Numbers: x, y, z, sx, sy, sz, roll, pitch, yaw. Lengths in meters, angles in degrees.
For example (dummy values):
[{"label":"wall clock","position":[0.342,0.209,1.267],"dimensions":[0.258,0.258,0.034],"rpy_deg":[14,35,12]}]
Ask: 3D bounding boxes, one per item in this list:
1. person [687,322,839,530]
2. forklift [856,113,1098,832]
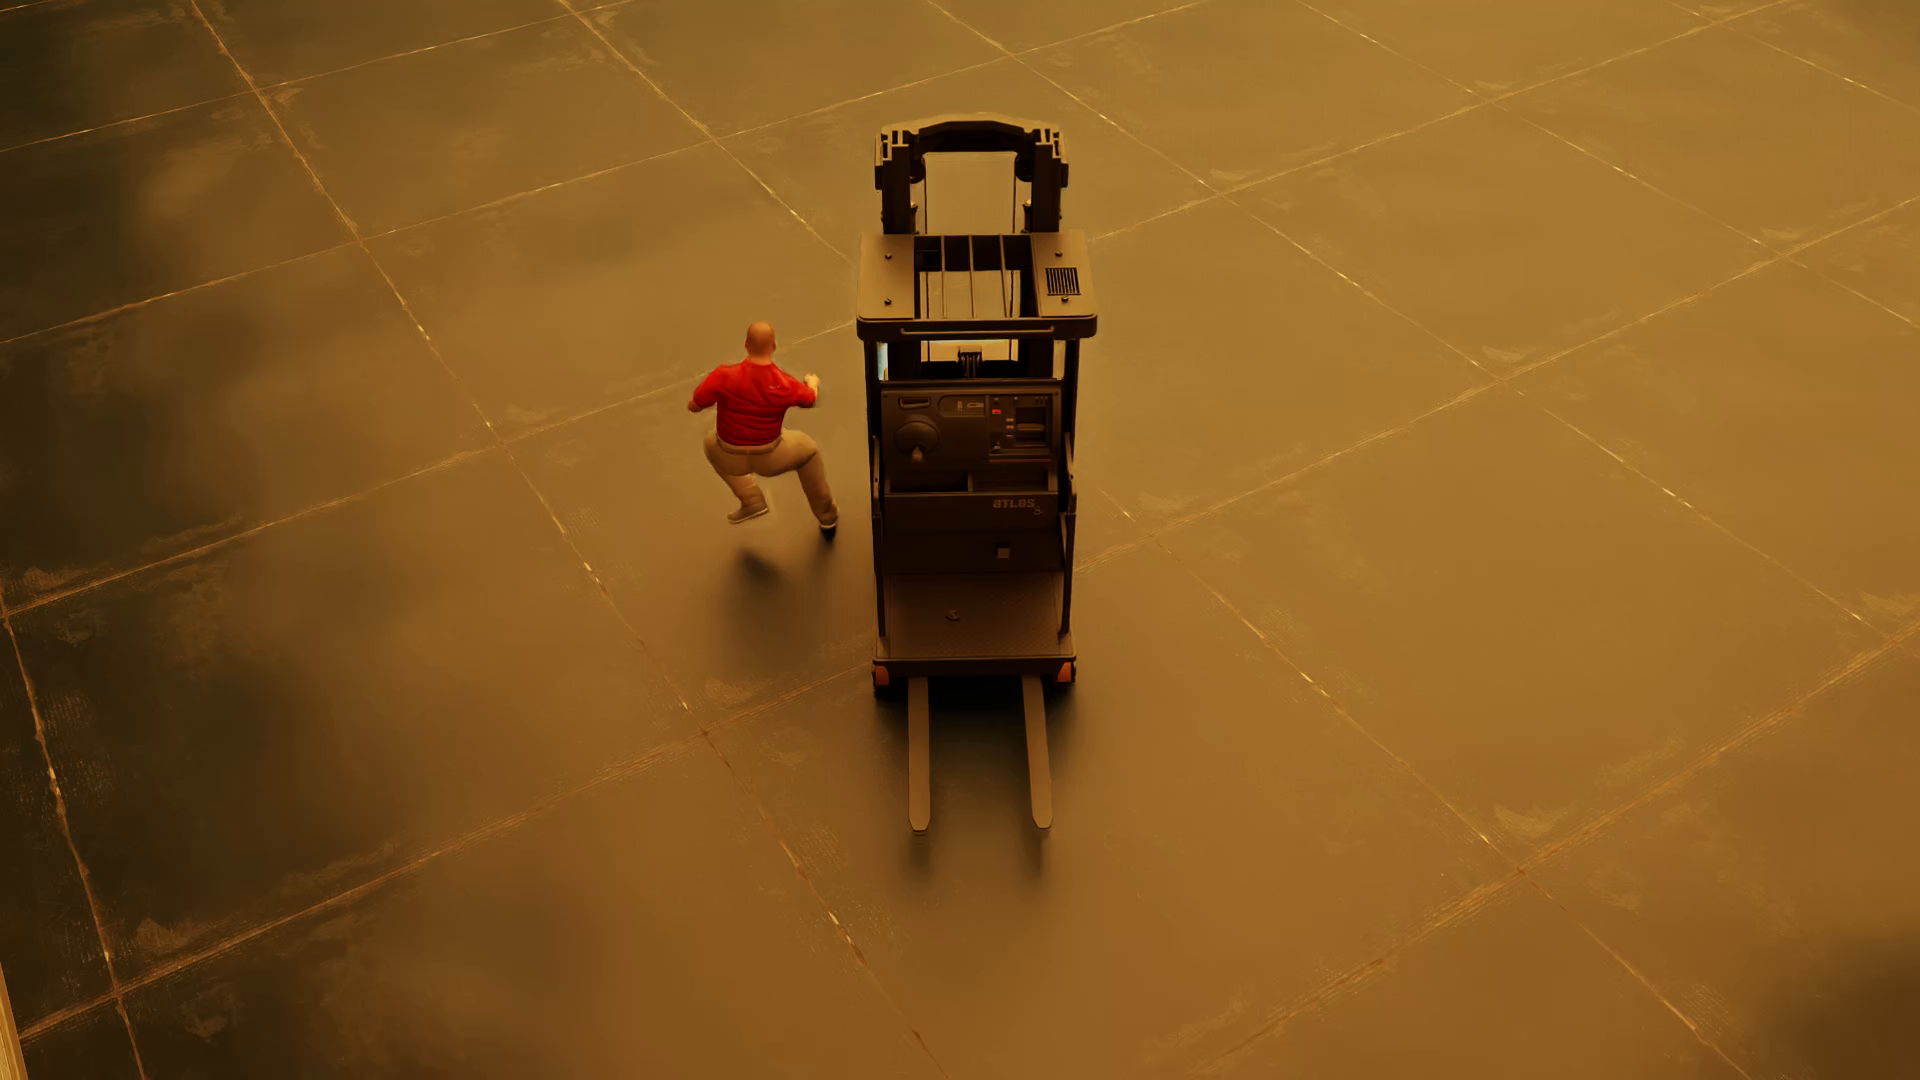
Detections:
[{"label":"person","position":[-1.160,-0.703,9.704],"dimensions":[0.830,1.535,0.714],"rpy_deg":[-2,41,-2]},{"label":"forklift","position":[0.066,-0.515,8.460],"dimensions":[1.130,2.935,3.031],"rpy_deg":[-1,41,-1]}]
